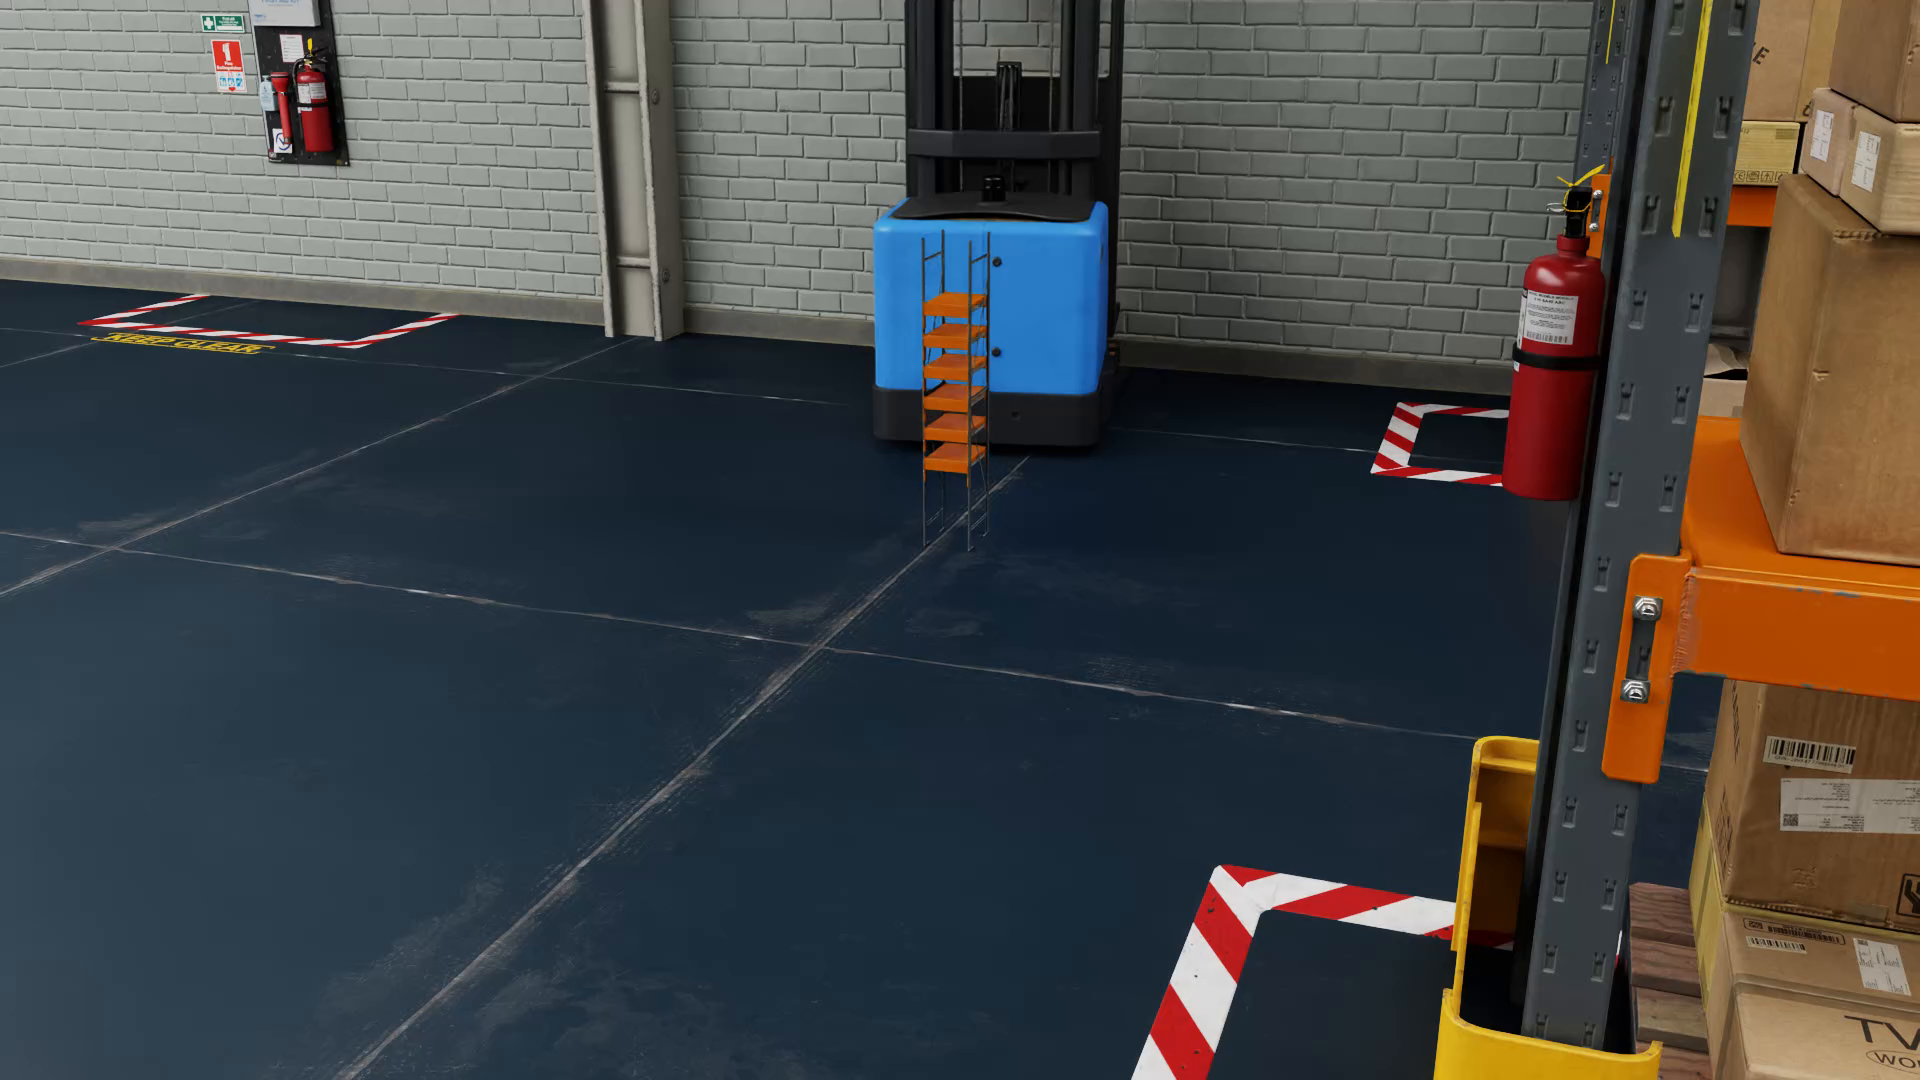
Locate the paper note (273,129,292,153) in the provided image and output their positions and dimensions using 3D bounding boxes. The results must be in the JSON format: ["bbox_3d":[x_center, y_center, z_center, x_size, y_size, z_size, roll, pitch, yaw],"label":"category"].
[{"bbox_3d":[-4.394,-2.587,10.780,0.142,0.148,0.016,7,20,18],"label":"paper note"}]

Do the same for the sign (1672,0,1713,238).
[{"bbox_3d":[0.985,-0.576,2.237,0.005,0.325,0.100,7,20,18],"label":"sign"}]

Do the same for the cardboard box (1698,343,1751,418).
[{"bbox_3d":[3.419,-0.678,7.381,0.500,0.311,0.500,4,20,12],"label":"cardboard box"}]

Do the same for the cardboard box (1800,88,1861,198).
[{"bbox_3d":[1.596,-0.673,2.814,0.250,0.149,0.380,6,20,17],"label":"cardboard box"}]

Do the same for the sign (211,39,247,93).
[{"bbox_3d":[-4.738,-3.071,10.776,0.234,0.329,0.001,7,20,18],"label":"sign"}]

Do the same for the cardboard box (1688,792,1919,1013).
[{"bbox_3d":[1.776,0.764,3.366,0.500,0.250,0.500,7,20,18],"label":"cardboard box"}]

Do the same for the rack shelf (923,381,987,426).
[{"bbox_3d":[-0.014,-0.526,6.398,0.180,0.103,0.258,7,20,18],"label":"rack shelf"}]

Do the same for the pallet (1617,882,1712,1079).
[{"bbox_3d":[1.909,1.084,3.145,1.213,0.211,1.003,7,20,18],"label":"pallet"}]

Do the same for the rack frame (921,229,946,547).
[{"bbox_3d":[-0.100,-0.578,6.412,0.006,1.200,0.240,7,20,18],"label":"rack frame"}]

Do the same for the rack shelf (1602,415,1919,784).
[{"bbox_3d":[3.062,0.254,2.384,4.000,0.370,1.077,7,20,18],"label":"rack shelf"}]

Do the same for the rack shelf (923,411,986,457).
[{"bbox_3d":[-0.014,-0.413,6.437,0.180,0.103,0.258,7,20,18],"label":"rack shelf"}]

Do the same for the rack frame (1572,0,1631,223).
[{"bbox_3d":[2.795,-1.843,7.305,0.127,3.000,1.000,7,20,18],"label":"rack frame"}]

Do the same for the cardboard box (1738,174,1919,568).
[{"bbox_3d":[1.610,-0.295,2.713,0.500,0.500,0.700,7,20,18],"label":"cardboard box"}]

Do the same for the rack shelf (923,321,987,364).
[{"bbox_3d":[-0.014,-0.753,6.319,0.180,0.103,0.258,7,20,18],"label":"rack shelf"}]

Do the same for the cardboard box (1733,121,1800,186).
[{"bbox_3d":[3.152,-1.630,6.892,0.500,0.250,0.500,6,20,16],"label":"cardboard box"}]

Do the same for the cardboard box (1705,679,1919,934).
[{"bbox_3d":[1.777,0.409,3.245,0.500,0.500,0.500,7,20,18],"label":"cardboard box"}]

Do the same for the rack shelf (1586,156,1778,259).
[{"bbox_3d":[4.684,-1.287,6.804,4.000,0.370,1.077,7,20,18],"label":"rack shelf"}]

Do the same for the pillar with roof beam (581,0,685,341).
[{"bbox_3d":[-3.340,-4.178,4.892,0.400,9.000,9.100,7,20,18],"label":"pillar with roof beam"}]

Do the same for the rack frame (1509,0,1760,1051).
[{"bbox_3d":[1.173,-0.302,2.885,0.127,3.000,1.000,7,20,18],"label":"rack frame"}]

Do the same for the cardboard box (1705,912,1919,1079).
[{"bbox_3d":[1.607,0.925,2.904,0.500,0.250,0.500,7,20,18],"label":"cardboard box"}]

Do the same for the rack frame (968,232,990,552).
[{"bbox_3d":[0.073,-0.558,6.355,0.006,1.200,0.240,7,20,18],"label":"rack frame"}]

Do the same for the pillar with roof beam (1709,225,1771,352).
[{"bbox_3d":[2.327,-3.530,3.032,0.400,9.000,9.100,7,20,18],"label":"pillar with roof beam"}]

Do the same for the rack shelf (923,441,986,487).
[{"bbox_3d":[-0.014,-0.300,6.477,0.180,0.103,0.258,7,20,18],"label":"rack shelf"}]

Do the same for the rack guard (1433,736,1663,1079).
[{"bbox_3d":[1.150,0.876,3.304,0.348,0.500,1.175,7,20,18],"label":"rack guard"}]

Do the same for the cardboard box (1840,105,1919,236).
[{"bbox_3d":[1.473,-0.546,2.448,0.250,0.149,0.380,6,20,18],"label":"cardboard box"}]

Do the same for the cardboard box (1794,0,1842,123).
[{"bbox_3d":[3.611,-1.934,6.625,0.500,0.500,0.500,7,20,18],"label":"cardboard box"}]

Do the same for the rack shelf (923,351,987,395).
[{"bbox_3d":[-0.014,-0.639,6.358,0.180,0.103,0.258,7,20,18],"label":"rack shelf"}]

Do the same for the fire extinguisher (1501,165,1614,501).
[{"bbox_3d":[1.214,-0.423,3.349,0.183,0.674,0.296,7,20,18],"label":"fire extinguisher"}]

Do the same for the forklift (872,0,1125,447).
[{"bbox_3d":[0.300,-2.253,8.585,1.130,2.935,3.031,2,19,7],"label":"forklift"}]

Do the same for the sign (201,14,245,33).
[{"bbox_3d":[-4.736,-3.318,10.680,0.331,0.109,0.001,7,20,18],"label":"sign"}]

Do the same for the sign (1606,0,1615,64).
[{"bbox_3d":[2.617,-2.083,6.679,0.005,0.325,0.100,7,20,18],"label":"sign"}]

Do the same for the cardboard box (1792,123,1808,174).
[{"bbox_3d":[3.647,-1.578,6.744,0.500,0.250,0.500,6,20,16],"label":"cardboard box"}]

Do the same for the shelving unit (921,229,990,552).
[{"bbox_3d":[-0.014,-0.568,6.383,0.189,1.200,0.258,7,20,18],"label":"shelving unit"}]

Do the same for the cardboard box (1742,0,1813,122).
[{"bbox_3d":[3.147,-1.990,6.787,0.500,0.500,0.500,7,20,18],"label":"cardboard box"}]

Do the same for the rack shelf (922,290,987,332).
[{"bbox_3d":[-0.014,-0.866,6.279,0.180,0.103,0.258,7,20,18],"label":"rack shelf"}]

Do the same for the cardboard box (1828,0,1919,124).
[{"bbox_3d":[1.660,-0.902,2.483,0.500,0.500,0.700,7,20,18],"label":"cardboard box"}]

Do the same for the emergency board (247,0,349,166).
[{"bbox_3d":[-4.249,-2.963,10.519,0.643,1.169,0.194,7,20,18],"label":"emergency board"}]
